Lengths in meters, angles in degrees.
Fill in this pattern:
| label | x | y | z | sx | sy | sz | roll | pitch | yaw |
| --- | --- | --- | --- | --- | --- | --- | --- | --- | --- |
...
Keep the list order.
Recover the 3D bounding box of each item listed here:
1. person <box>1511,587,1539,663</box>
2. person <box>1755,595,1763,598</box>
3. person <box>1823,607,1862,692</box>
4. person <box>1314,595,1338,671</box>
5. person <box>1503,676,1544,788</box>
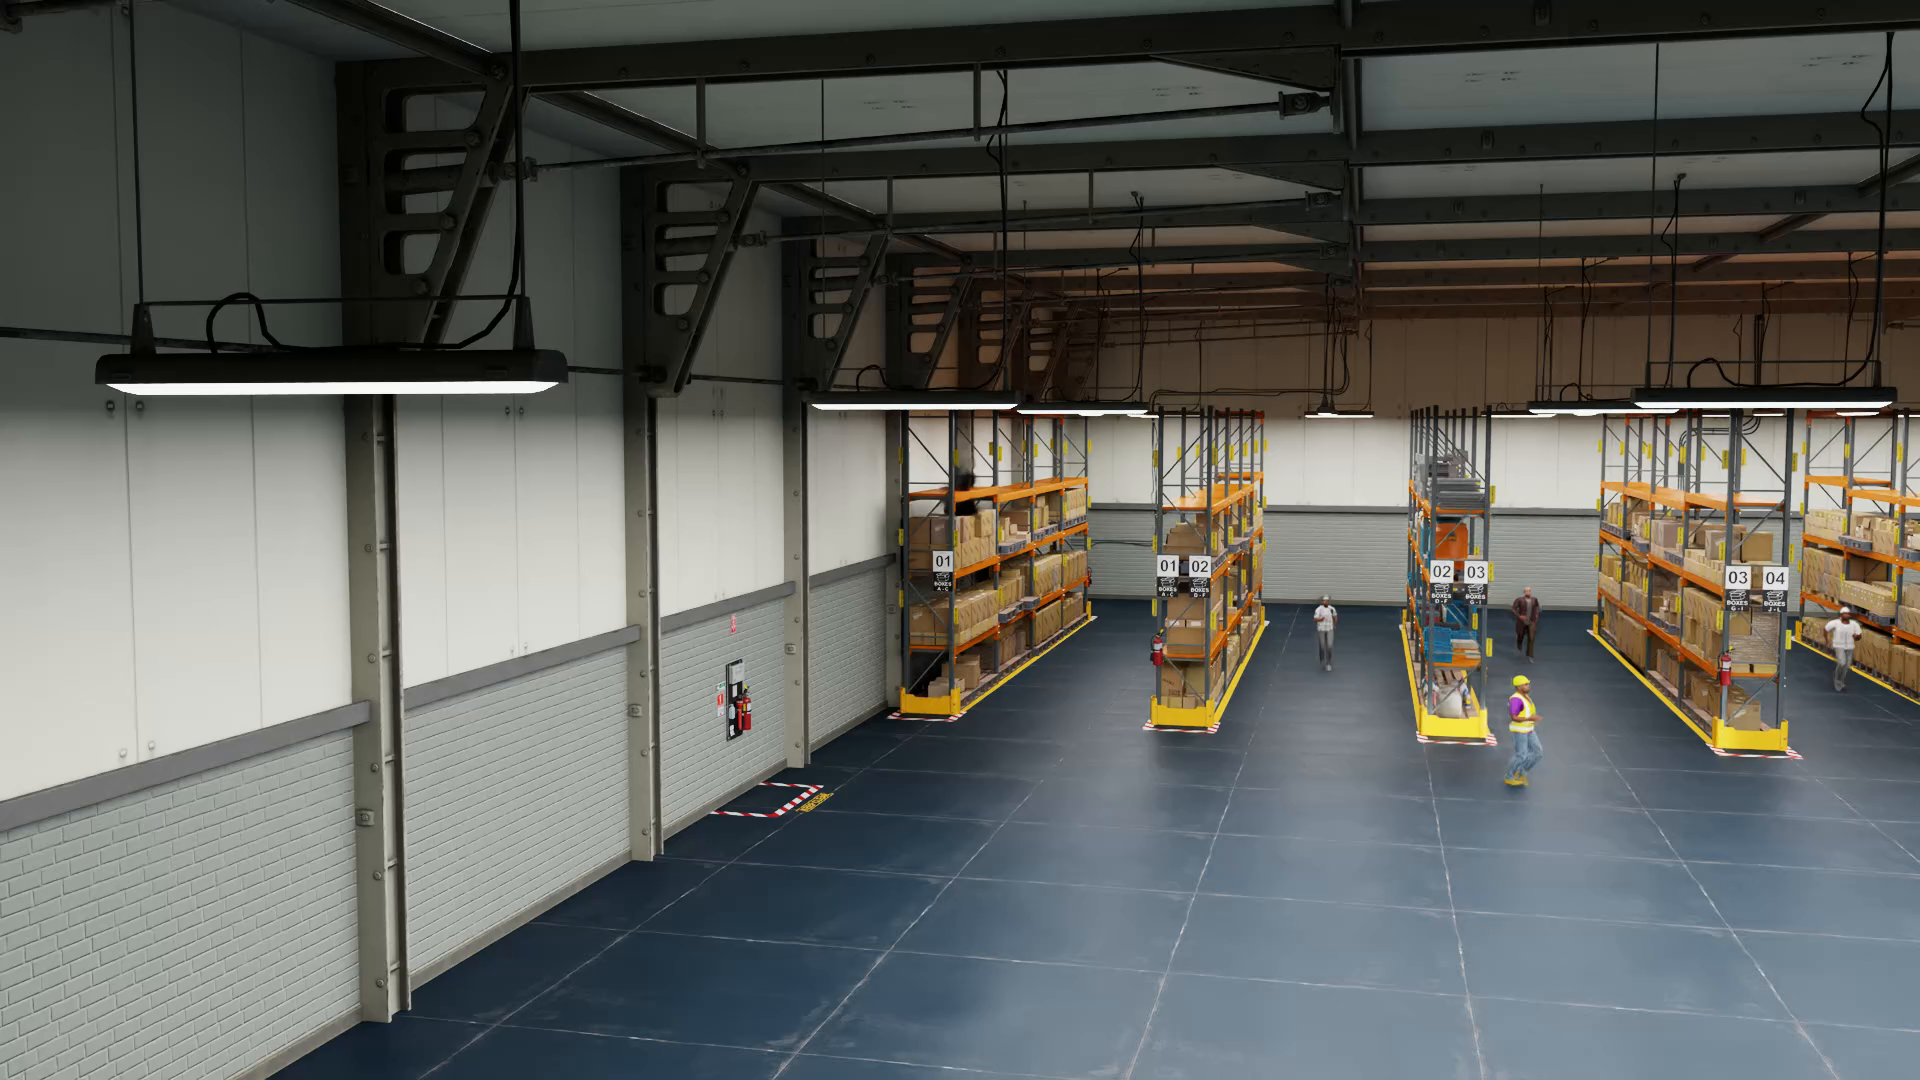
| label | x | y | z | sx | sy | sz | roll | pitch | yaw |
| --- | --- | --- | --- | --- | --- | --- | --- | --- | --- |
| person | 13.546 | 2.006 | 39.833 | 0.680 | 1.780 | 1.190 | 1 | 4 | 11 |
| person | 20.841 | 1.703 | 43.676 | 0.846 | 1.796 | 0.681 | -3 | 5 | -36 |
| person | 18.715 | 2.320 | 35.214 | 0.671 | 1.801 | 0.728 | 1 | 4 | 8 |
| person | 8.433 | 2.124 | 38.346 | 0.560 | 1.754 | 0.728 | 1 | 4 | 10 |
| person | 8.799 | 2.993 | 25.875 | 0.649 | 1.772 | 0.677 | 4 | 5 | 41 |
